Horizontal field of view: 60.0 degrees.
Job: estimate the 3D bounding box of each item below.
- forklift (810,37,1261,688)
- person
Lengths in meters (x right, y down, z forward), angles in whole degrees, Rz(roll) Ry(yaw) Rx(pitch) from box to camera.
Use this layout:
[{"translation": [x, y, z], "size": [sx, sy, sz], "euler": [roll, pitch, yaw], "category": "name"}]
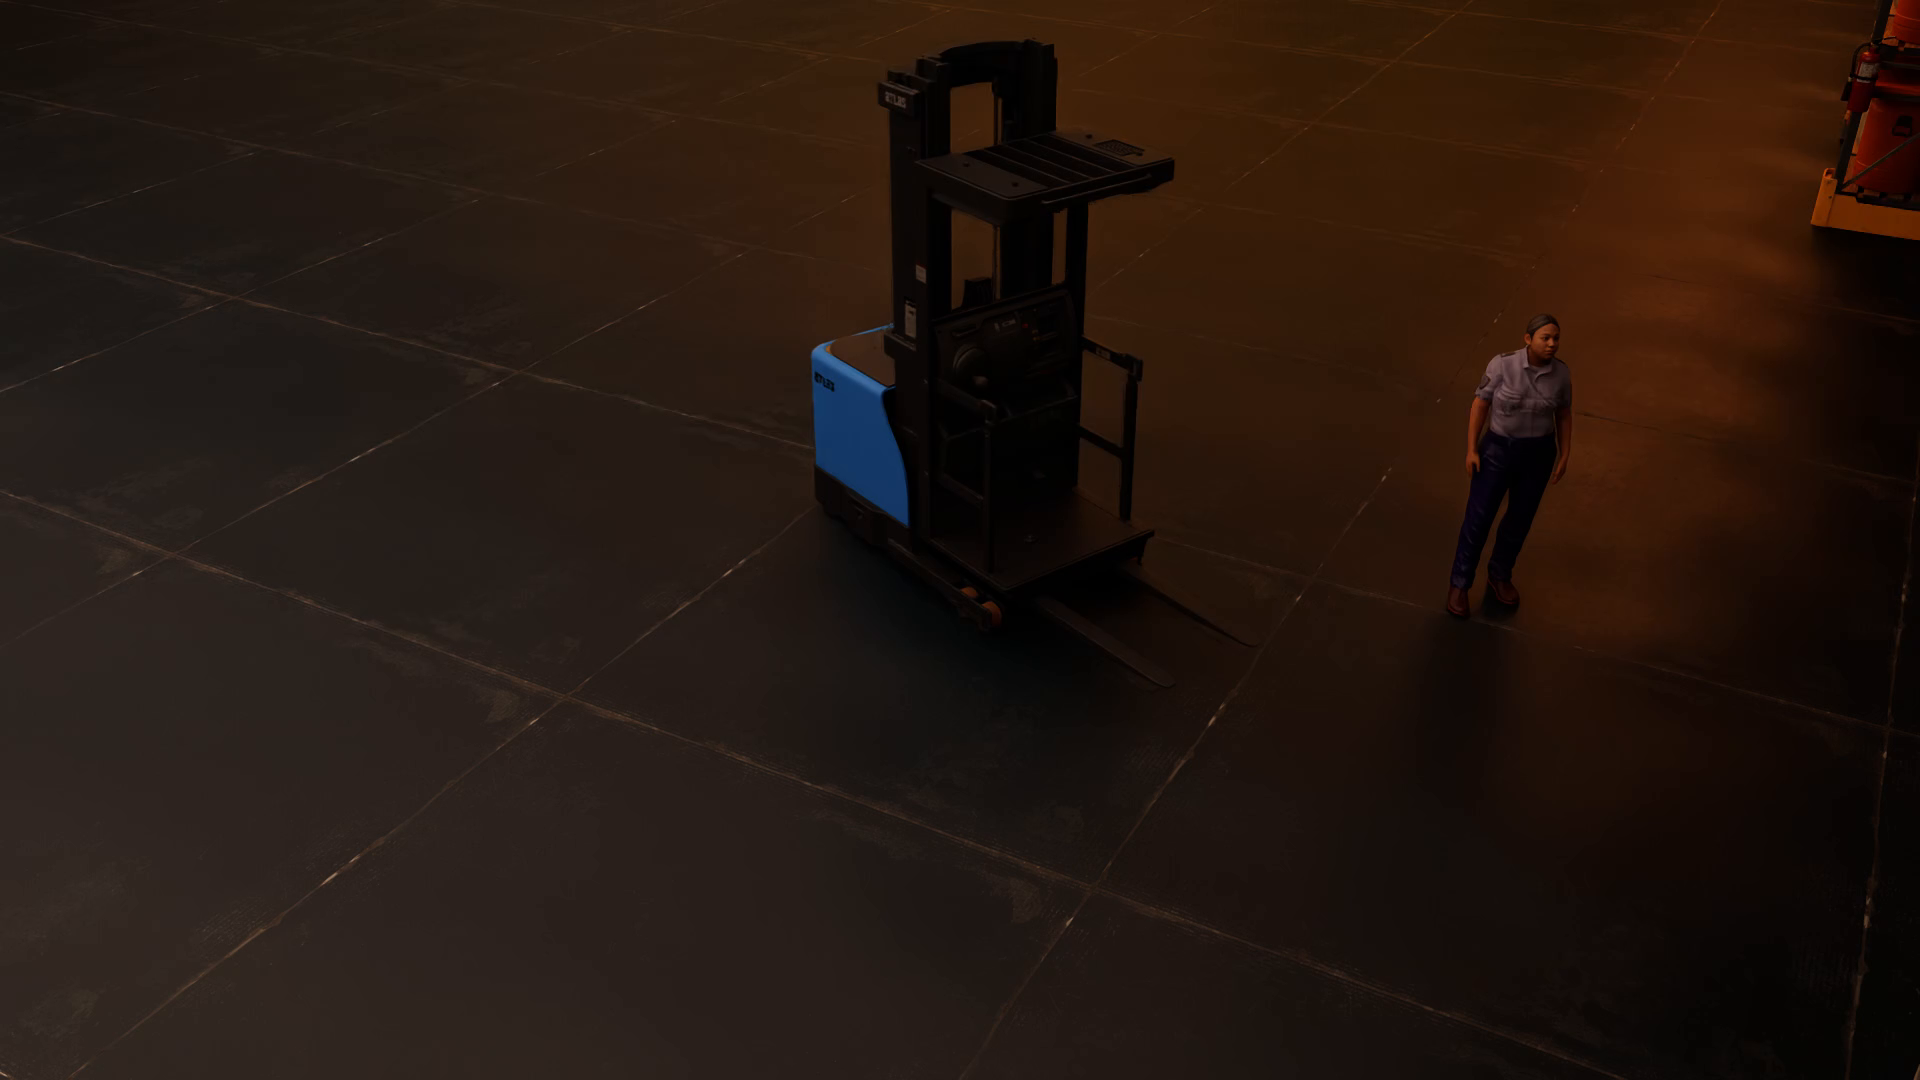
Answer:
[{"translation": [0.386, -1.044, 8.880], "size": [1.130, 2.935, 3.031], "euler": [-21, 36, -31], "category": "forklift"}, {"translation": [3.029, -0.403, 9.040], "size": [0.596, 1.650, 0.504], "euler": [0, 30, 0], "category": "person"}]
